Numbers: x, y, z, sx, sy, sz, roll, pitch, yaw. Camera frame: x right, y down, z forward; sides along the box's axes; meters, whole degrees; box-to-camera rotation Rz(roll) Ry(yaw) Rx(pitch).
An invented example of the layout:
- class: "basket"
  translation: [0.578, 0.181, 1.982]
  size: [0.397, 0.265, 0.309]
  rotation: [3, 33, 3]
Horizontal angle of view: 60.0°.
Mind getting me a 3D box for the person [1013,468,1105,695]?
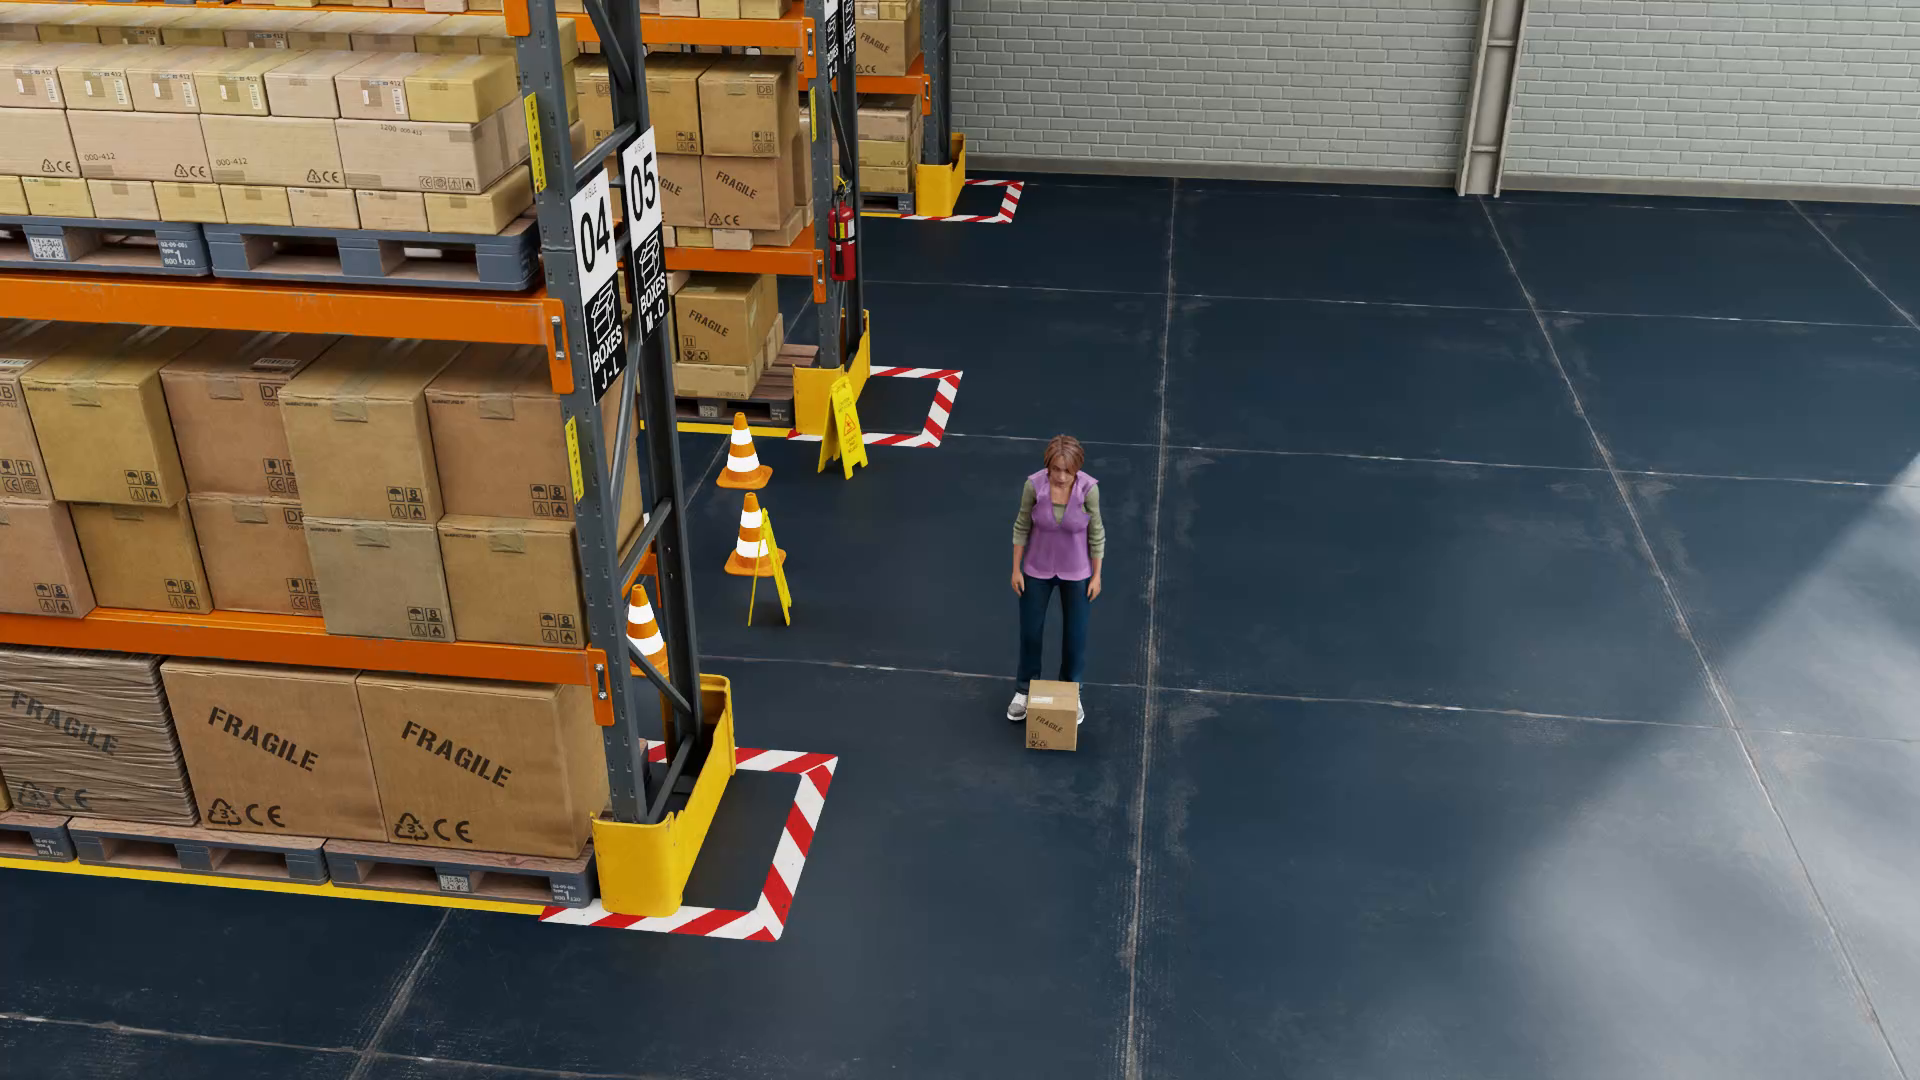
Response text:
- class: "person"
  translation: [0.490, 0.226, 8.365]
  size: [0.457, 1.327, 0.290]
  rotation: [3, 29, 6]
